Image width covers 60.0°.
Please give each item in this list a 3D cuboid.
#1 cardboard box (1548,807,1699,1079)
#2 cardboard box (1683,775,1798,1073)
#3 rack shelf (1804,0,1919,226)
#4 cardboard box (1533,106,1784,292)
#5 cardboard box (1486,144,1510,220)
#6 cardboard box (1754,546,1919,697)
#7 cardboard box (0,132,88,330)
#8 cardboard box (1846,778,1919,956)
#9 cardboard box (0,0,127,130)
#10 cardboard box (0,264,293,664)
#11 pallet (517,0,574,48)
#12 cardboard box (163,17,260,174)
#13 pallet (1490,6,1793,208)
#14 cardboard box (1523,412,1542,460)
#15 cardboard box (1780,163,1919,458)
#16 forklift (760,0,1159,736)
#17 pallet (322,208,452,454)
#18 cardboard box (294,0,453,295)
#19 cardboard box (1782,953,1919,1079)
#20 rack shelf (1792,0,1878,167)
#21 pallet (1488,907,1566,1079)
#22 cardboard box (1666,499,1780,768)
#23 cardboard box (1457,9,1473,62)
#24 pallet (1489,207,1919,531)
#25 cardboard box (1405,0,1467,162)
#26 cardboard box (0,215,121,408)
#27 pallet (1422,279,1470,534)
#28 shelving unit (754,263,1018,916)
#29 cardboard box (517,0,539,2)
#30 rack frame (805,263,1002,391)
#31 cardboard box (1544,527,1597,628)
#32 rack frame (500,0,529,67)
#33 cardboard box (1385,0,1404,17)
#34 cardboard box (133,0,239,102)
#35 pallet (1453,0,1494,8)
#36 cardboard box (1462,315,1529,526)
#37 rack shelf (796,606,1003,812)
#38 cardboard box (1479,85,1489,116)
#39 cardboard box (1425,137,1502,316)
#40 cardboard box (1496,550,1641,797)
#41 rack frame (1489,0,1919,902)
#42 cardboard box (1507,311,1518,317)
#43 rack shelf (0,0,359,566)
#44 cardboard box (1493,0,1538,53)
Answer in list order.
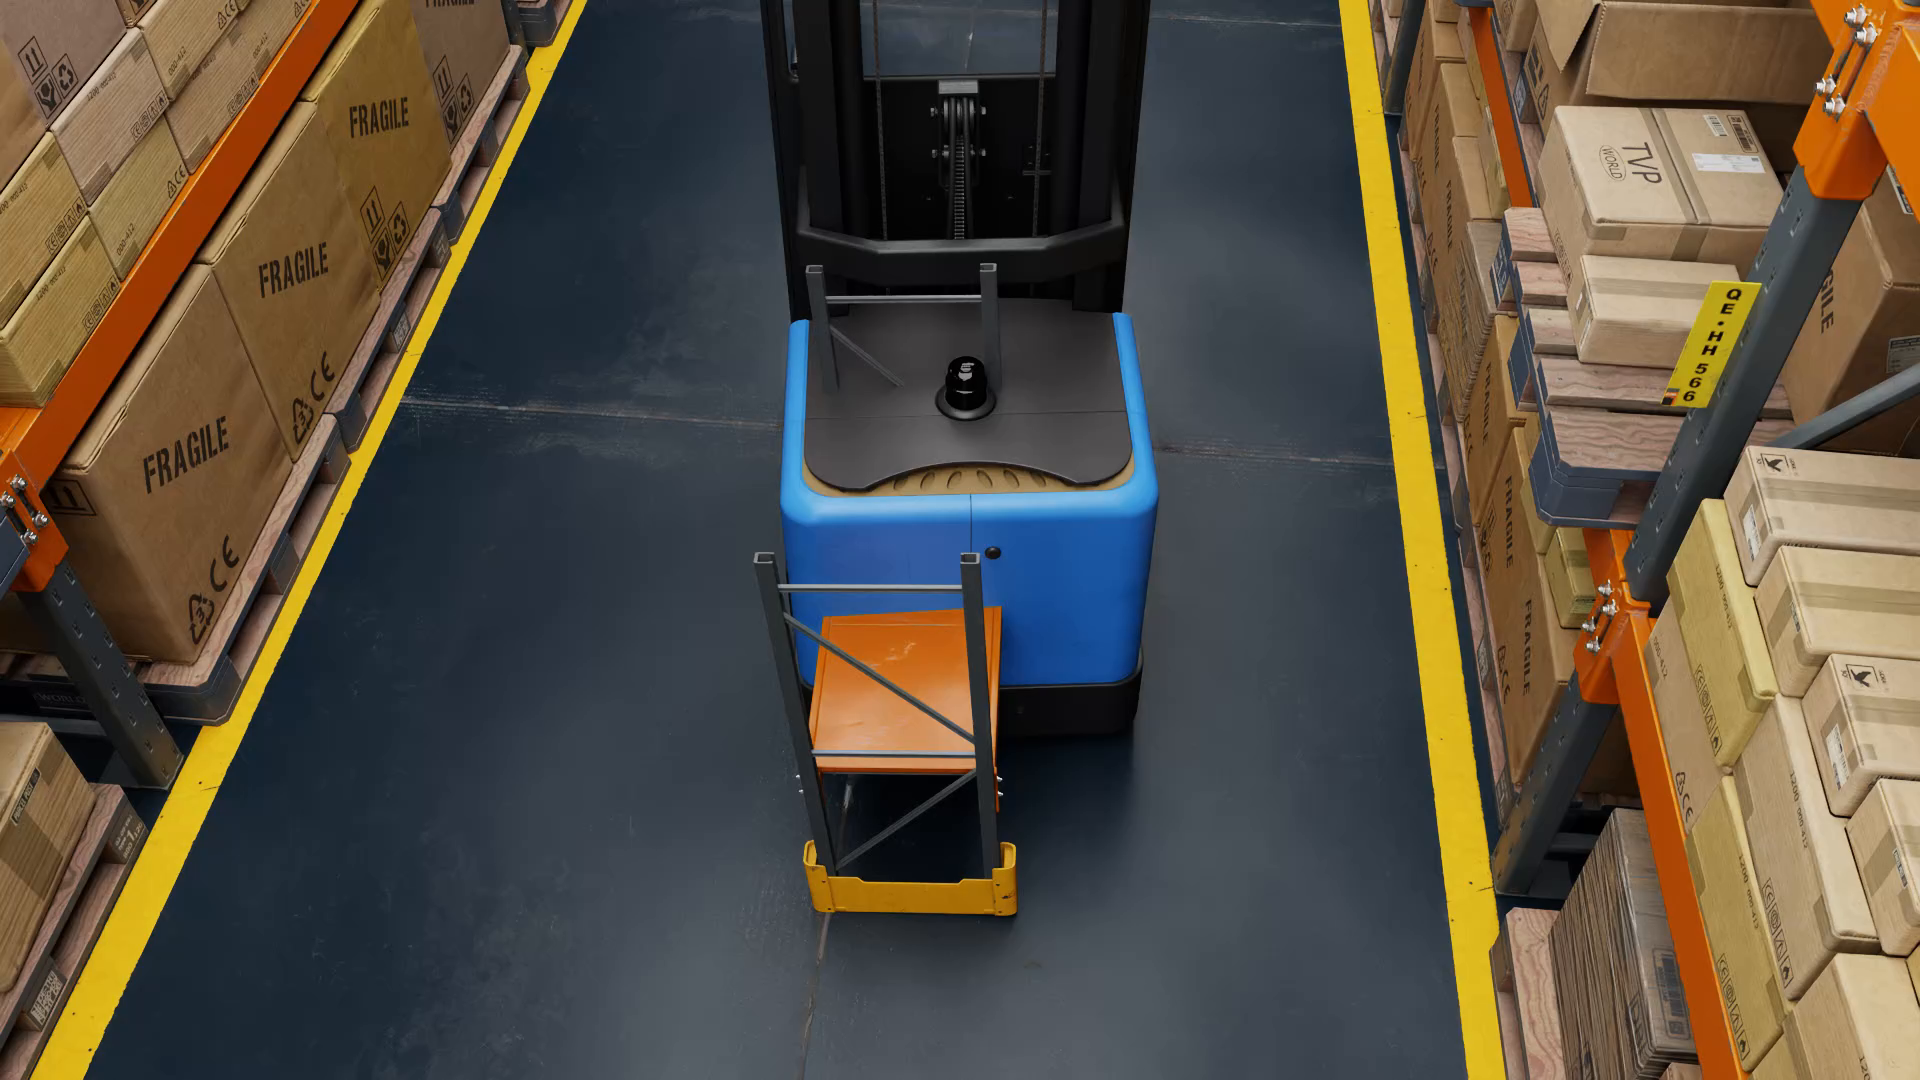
[{"bbox_3d":[1.980,1.122,4.016,0.875,0.625,0.625,5,48,5],"label":"cardboard box"},{"bbox_3d":[1.716,0.734,3.147,0.500,0.250,0.500,3,48,3],"label":"cardboard box"},{"bbox_3d":[1.868,0.705,1.527,1.077,0.370,4.000,4,48,4],"label":"rack shelf"},{"bbox_3d":[1.824,-0.883,4.342,0.500,0.250,0.500,2,48,2],"label":"cardboard box"},{"bbox_3d":[2.061,-1.242,5.823,0.380,0.149,0.250,5,48,5],"label":"cardboard box"},{"bbox_3d":[1.705,0.163,3.061,0.380,0.149,0.250,5,48,4],"label":"cardboard box"},{"bbox_3d":[-2.601,-0.800,4.212,0.500,0.250,0.500,4,48,3],"label":"cardboard box"},{"bbox_3d":[1.696,0.546,2.710,0.380,0.149,0.250,4,48,4],"label":"cardboard box"},{"bbox_3d":[-2.569,-1.408,4.260,0.500,0.500,0.500,4,48,4],"label":"cardboard box"},{"bbox_3d":[-2.747,-0.253,5.104,0.875,0.875,0.875,3,48,3],"label":"cardboard box"},{"bbox_3d":[-2.381,-2.878,8.239,1.003,0.211,1.213,4,48,4],"label":"pallet"},{"bbox_3d":[-2.515,-1.382,5.083,0.500,0.250,0.500,5,48,5],"label":"cardboard box"},{"bbox_3d":[2.223,-1.360,5.091,1.003,0.211,1.213,4,48,4],"label":"pallet"},{"bbox_3d":[1.905,-0.285,4.948,0.380,0.149,0.250,2,48,2],"label":"cardboard box"},{"bbox_3d":[2.253,-0.538,3.857,0.500,0.500,0.500,6,48,5],"label":"cardboard box"},{"bbox_3d":[-0.022,-1.453,5.092,1.130,2.935,3.031,-1,48,-1],"label":"forklift"},{"bbox_3d":[-2.632,-0.853,6.387,1.003,0.211,1.213,4,48,4],"label":"pallet"},{"bbox_3d":[-2.580,-1.565,6.304,0.875,0.875,0.875,5,48,5],"label":"cardboard box"},{"bbox_3d":[1.654,0.948,2.613,0.500,0.250,0.500,3,48,3],"label":"cardboard box"},{"bbox_3d":[2.232,-2.234,4.216,1.077,0.370,4.000,4,48,4],"label":"rack shelf"},{"bbox_3d":[1.936,1.548,4.191,1.003,0.211,1.213,4,48,4],"label":"pallet"},{"bbox_3d":[1.742,0.195,3.302,0.500,0.250,0.500,4,48,3],"label":"cardboard box"},{"bbox_3d":[2.169,-1.997,6.514,0.380,0.149,0.250,3,48,2],"label":"cardboard box"},{"bbox_3d":[2.042,-0.433,4.243,1.213,0.211,1.003,4,48,4],"label":"pallet"},{"bbox_3d":[2.147,-1.892,6.857,0.500,0.500,0.500,6,48,5],"label":"cardboard box"},{"bbox_3d":[-2.598,-0.618,4.384,0.500,0.250,0.500,3,48,3],"label":"cardboard box"},{"bbox_3d":[2.270,-0.494,6.059,1.003,0.211,1.213,4,48,4],"label":"pallet"},{"bbox_3d":[-0.141,0.164,4.565,0.587,1.500,1.083,0,48,4],"label":"shelving unit"},{"bbox_3d":[-2.365,-2.997,7.910,0.875,0.438,0.875,3,48,3],"label":"cardboard box"},{"bbox_3d":[-0.116,-0.205,4.901,0.500,1.500,0.032,0,48,4],"label":"rack frame"},{"bbox_3d":[1.843,0.108,4.588,0.380,0.149,0.250,2,48,2],"label":"cardboard box"},{"bbox_3d":[-2.529,-3.266,6.704,1.000,3.000,0.127,4,48,4],"label":"rack frame"},{"bbox_3d":[2.173,-2.543,7.691,0.380,0.149,0.250,3,48,2],"label":"cardboard box"},{"bbox_3d":[-2.495,-1.545,4.893,0.500,0.250,0.500,4,48,3],"label":"cardboard box"},{"bbox_3d":[2.233,-2.290,5.942,1.003,0.211,1.213,4,48,4],"label":"pallet"},{"bbox_3d":[1.976,-0.370,5.465,0.500,0.500,0.500,6,48,5],"label":"cardboard box"},{"bbox_3d":[-0.132,0.292,4.692,0.538,0.185,1.000,0,48,4],"label":"rack shelf"},{"bbox_3d":[2.145,-1.605,6.155,0.380,0.149,0.250,3,48,3],"label":"cardboard box"},{"bbox_3d":[2.058,-1.134,6.164,0.500,0.500,0.500,3,48,2],"label":"cardboard box"},{"bbox_3d":[1.875,0.382,4.778,0.500,0.500,0.500,5,48,5],"label":"cardboard box"},{"bbox_3d":[2.050,0.005,3.713,1.000,3.000,0.127,4,48,4],"label":"rack frame"},{"bbox_3d":[1.992,-0.865,5.478,0.380,0.149,0.250,2,48,2],"label":"cardboard box"},{"bbox_3d":[-2.711,-1.553,5.625,1.077,0.370,4.000,4,48,4],"label":"rack shelf"},{"bbox_3d":[2.029,-1.812,5.022,0.700,0.500,0.500,4,48,3],"label":"cardboard box"}]
